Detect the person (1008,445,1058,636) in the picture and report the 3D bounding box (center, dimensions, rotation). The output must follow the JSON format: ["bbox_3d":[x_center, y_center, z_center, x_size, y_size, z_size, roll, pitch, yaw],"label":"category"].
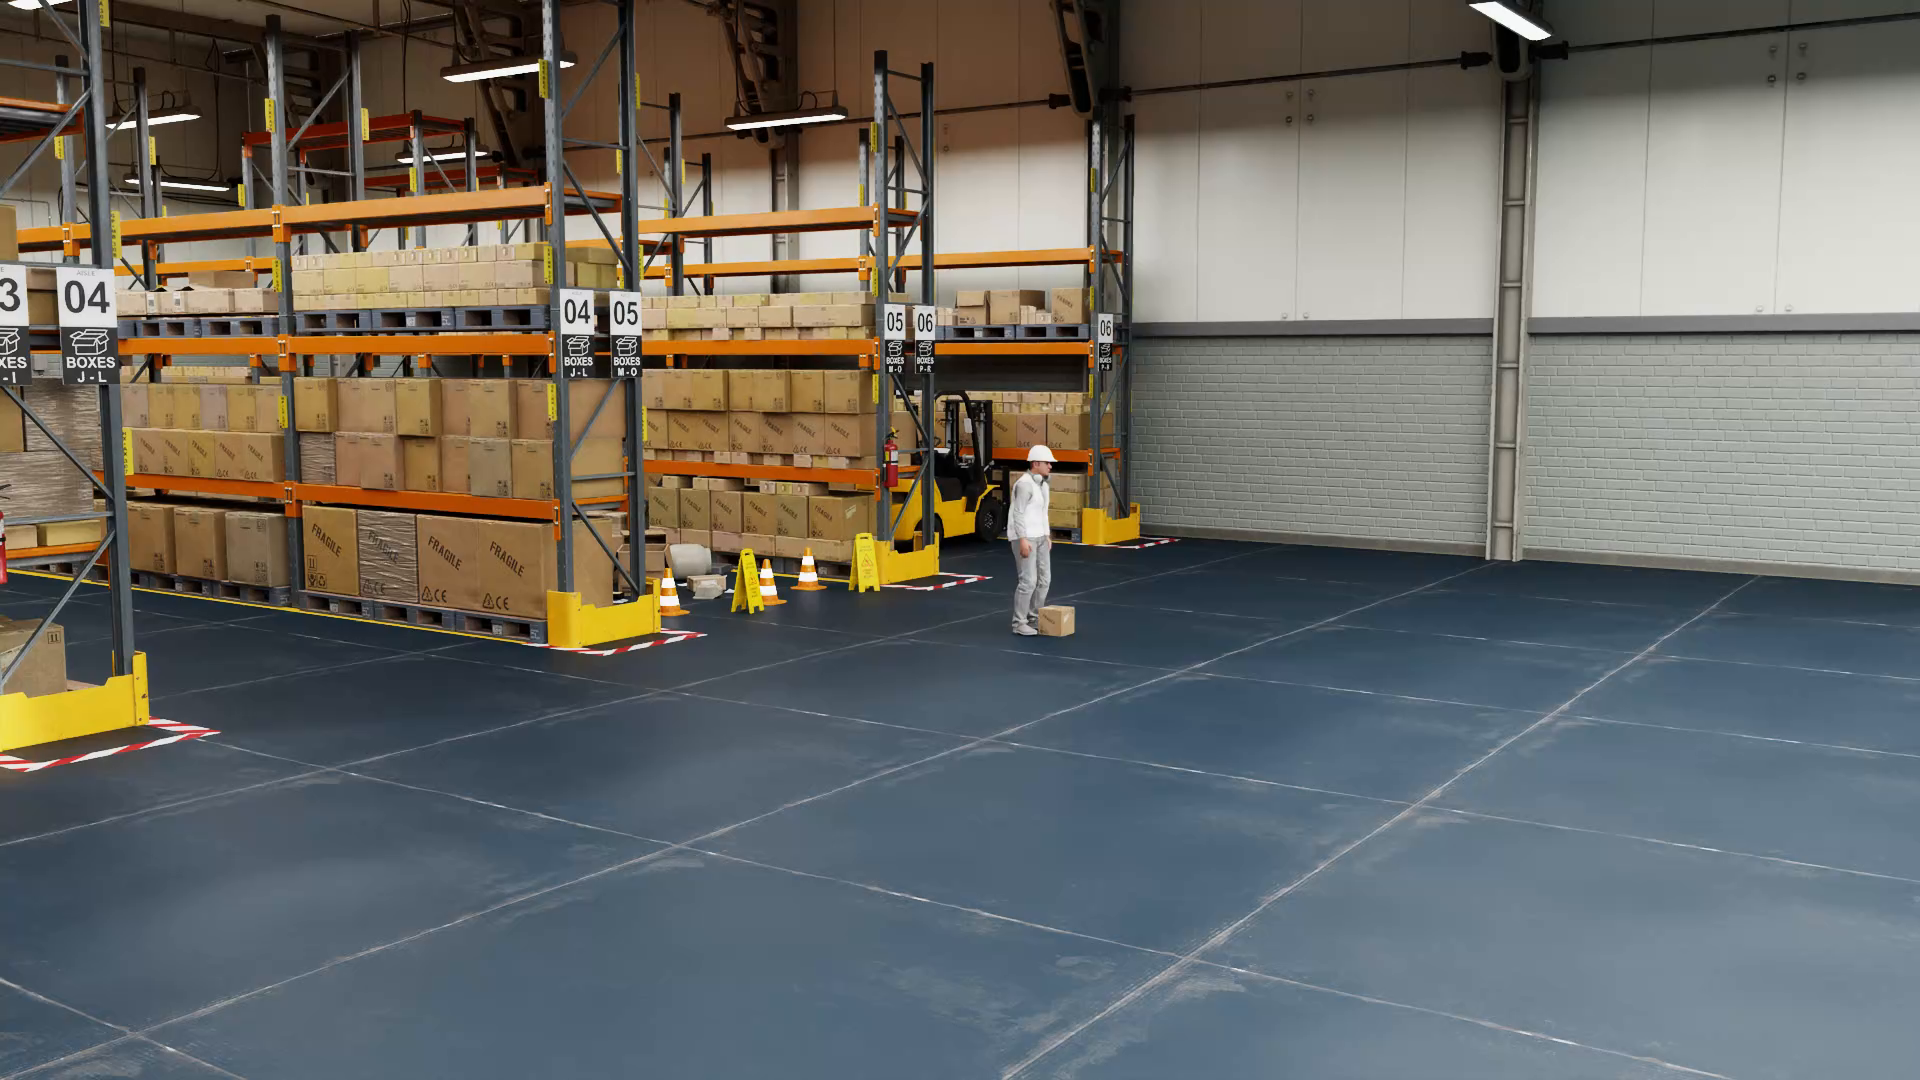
[{"bbox_3d":[0.693,-0.011,15.741,0.460,1.772,0.594,4,7,30],"label":"person"}]
